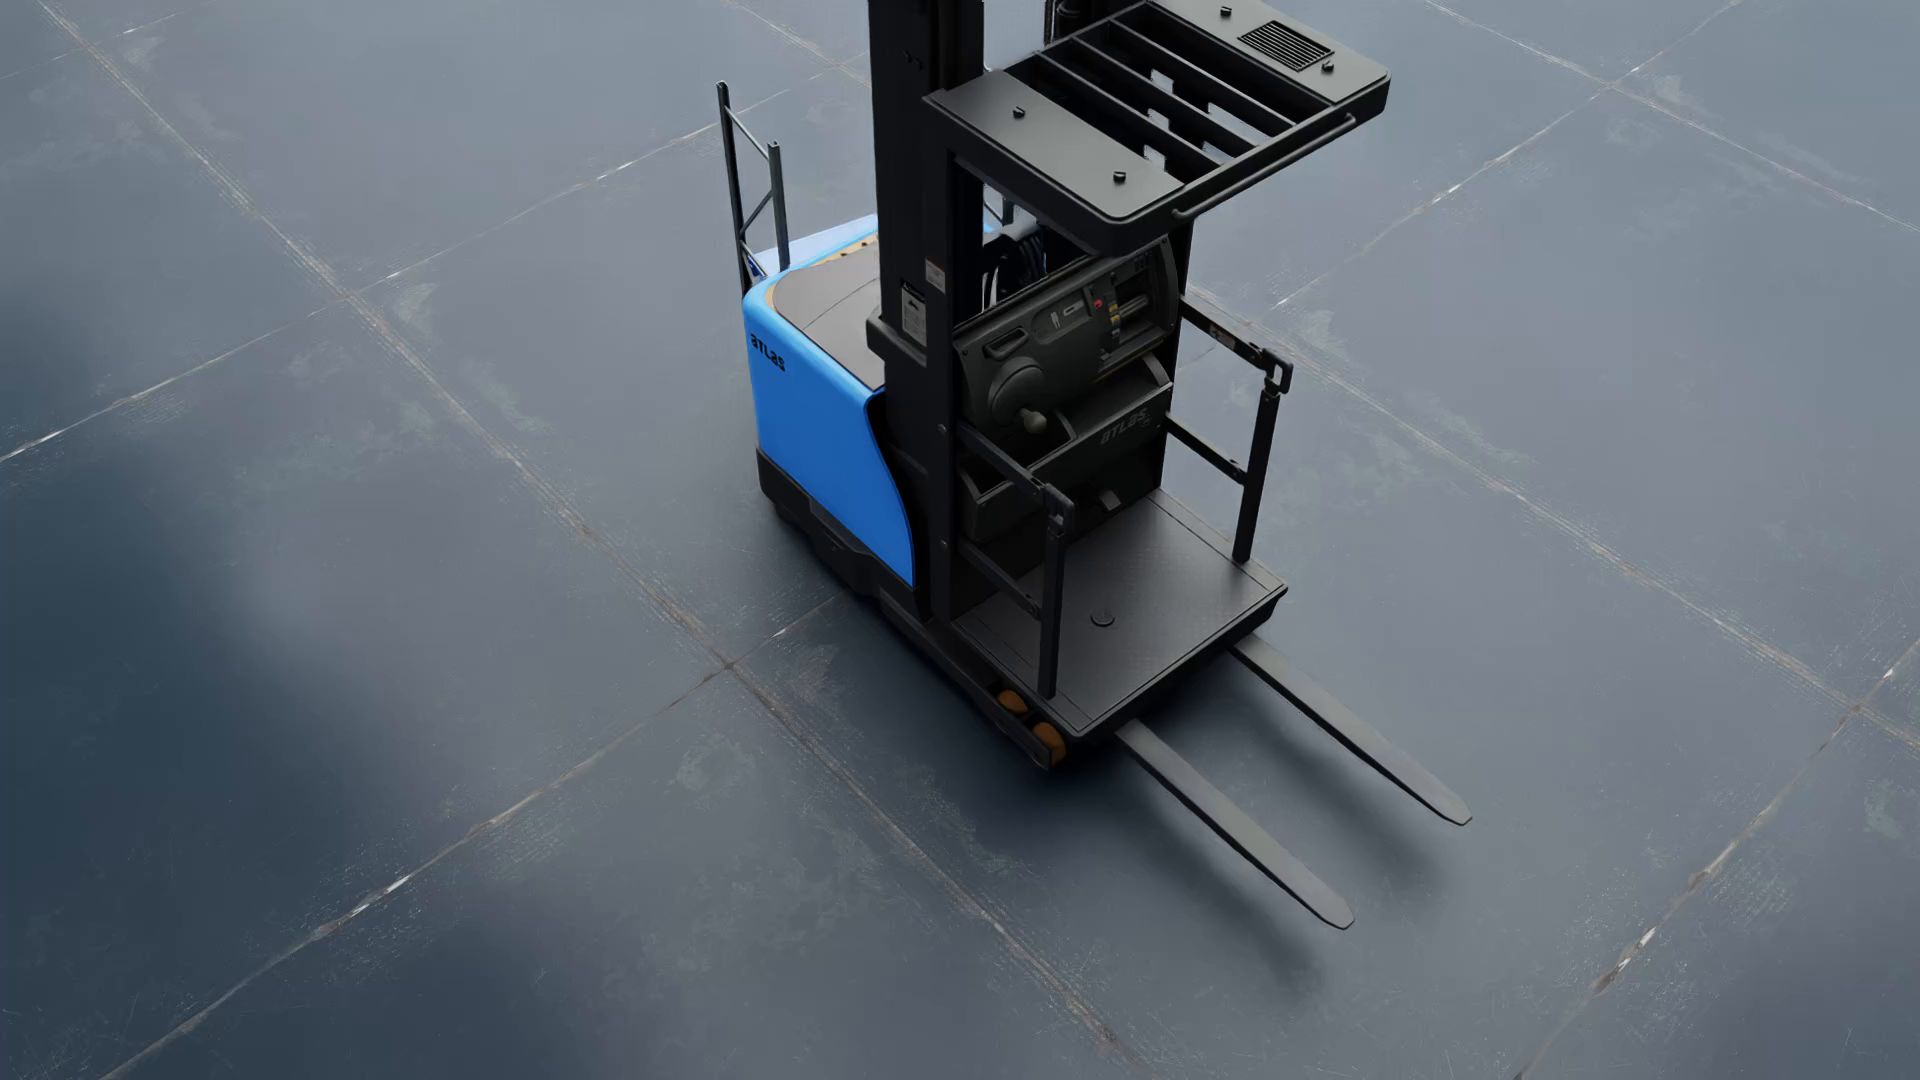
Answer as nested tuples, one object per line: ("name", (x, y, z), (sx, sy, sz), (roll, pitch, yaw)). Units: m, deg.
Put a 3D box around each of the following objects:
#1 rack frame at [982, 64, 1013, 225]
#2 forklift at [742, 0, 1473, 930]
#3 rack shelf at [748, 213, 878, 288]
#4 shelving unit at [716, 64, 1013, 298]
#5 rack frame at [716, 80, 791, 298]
("rack frame", (0.081, -1.468, 7.138), (0.032, 1.500, 0.500), (-23, 51, -20))
("forklift", (0.506, -0.594, 5.357), (1.130, 2.935, 3.031), (-32, 55, -26))
("rack shelf", (-0.359, -1.160, 7.097), (1.000, 0.185, 0.538), (-23, 51, -20))
("shelving unit", (-0.359, -1.282, 6.965), (1.048, 1.500, 0.538), (-23, 51, -20))
("rack frame", (-0.799, -1.095, 6.793), (0.032, 1.500, 0.500), (-23, 51, -20))
